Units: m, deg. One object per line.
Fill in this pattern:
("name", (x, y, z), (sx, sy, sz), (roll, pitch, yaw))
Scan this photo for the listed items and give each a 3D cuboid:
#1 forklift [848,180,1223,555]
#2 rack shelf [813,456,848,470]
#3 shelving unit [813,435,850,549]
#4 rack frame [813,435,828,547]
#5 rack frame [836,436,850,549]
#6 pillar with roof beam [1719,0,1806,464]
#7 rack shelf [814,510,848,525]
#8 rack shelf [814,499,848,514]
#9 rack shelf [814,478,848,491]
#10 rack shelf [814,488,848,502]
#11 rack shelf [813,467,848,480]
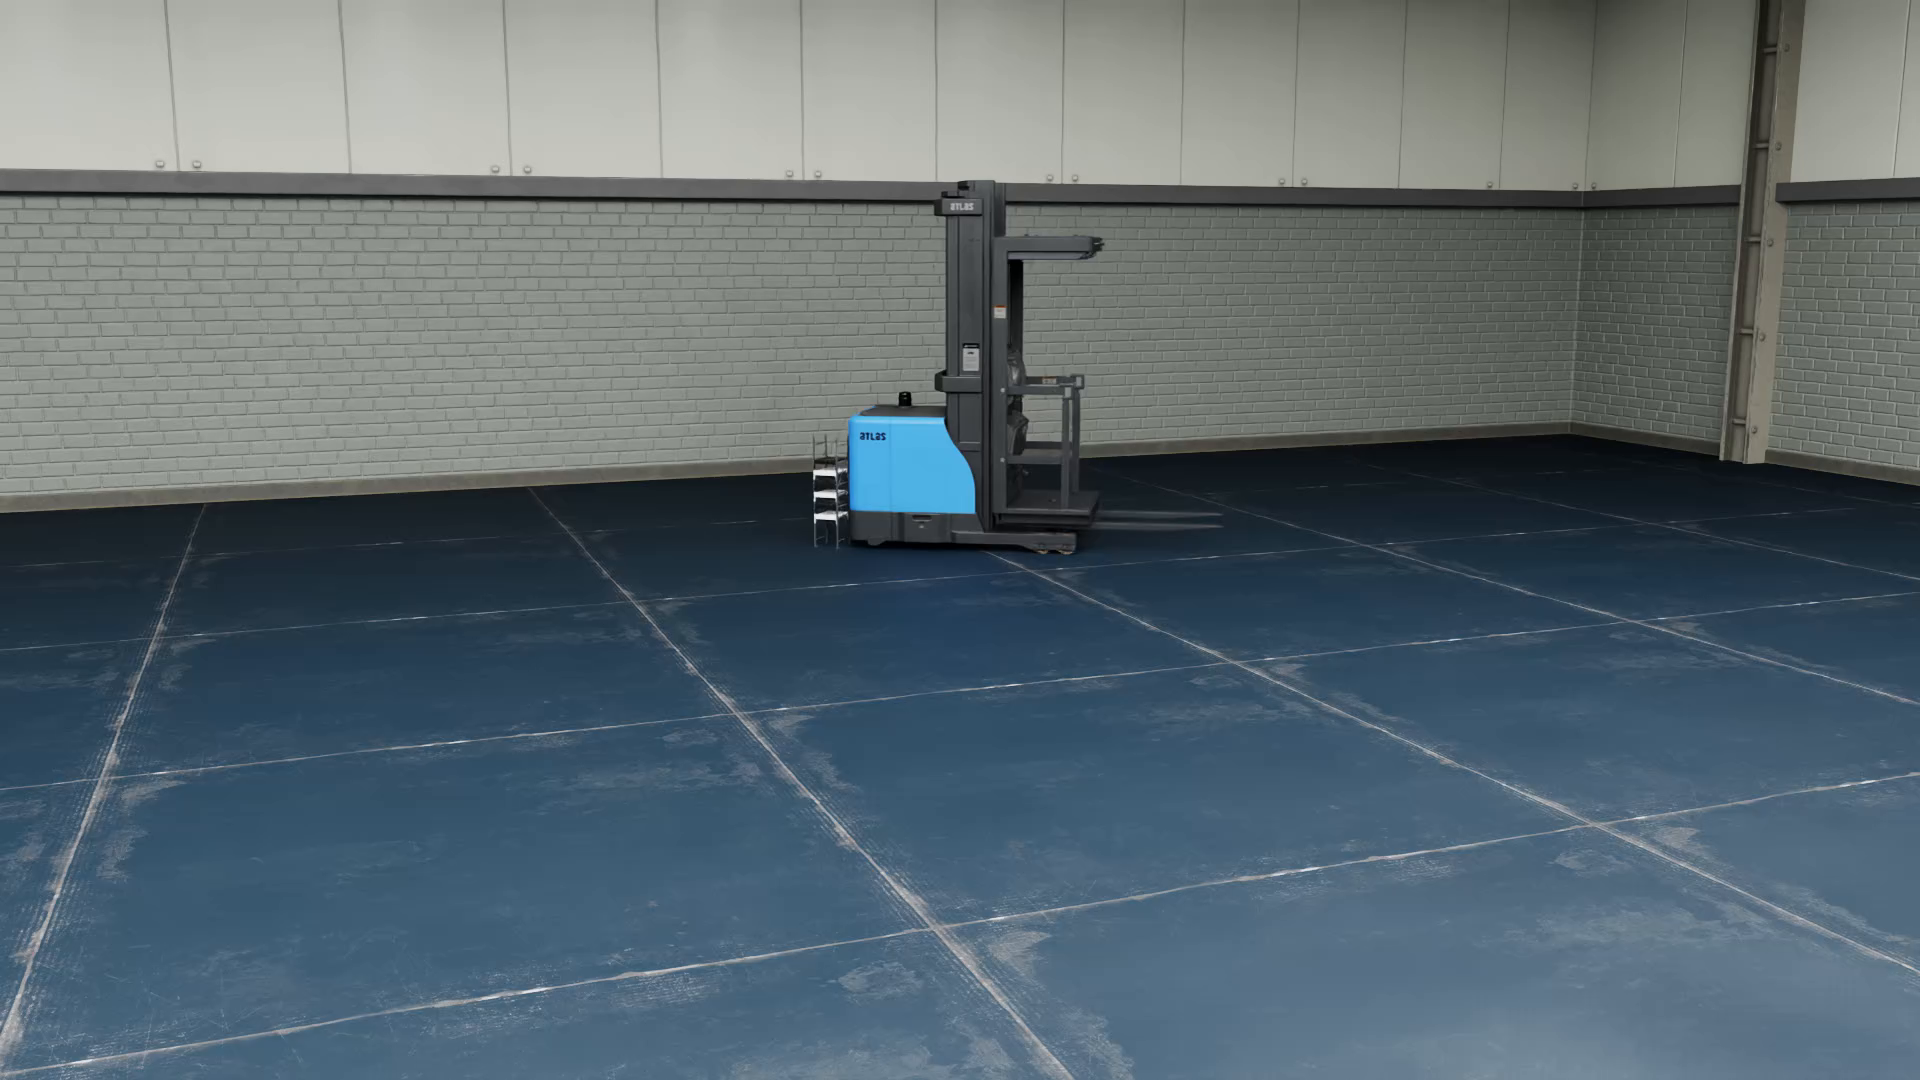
("forklift", (0.649, -1.425, 13.562), (3.031, 2.935, 1.130), (2, 10, 9))
("rack shelf", (-1.048, -0.630, 13.540), (0.200, 0.077, 0.258), (4, 11, 21))
("shelving unit", (-1.048, -0.397, 13.582), (0.210, 0.900, 0.258), (4, 11, 21))
("rack frame", (-1.143, -0.403, 13.618), (0.006, 0.900, 0.240), (4, 11, 21))
("rack frame", (-0.954, -0.390, 13.545), (0.006, 0.900, 0.240), (4, 11, 21))
("pillar with roof beam", (4.919, -5.057, 16.656), (9.100, 9.000, 0.400), (-4, 11, -21))
("rack shelf", (-1.048, -0.187, 13.619), (0.200, 0.077, 0.258), (4, 11, 21))
("rack shelf", (-1.048, -0.275, 13.603), (0.200, 0.077, 0.258), (4, 11, 21))
("rack shelf", (-1.048, -0.453, 13.572), (0.200, 0.077, 0.258), (4, 11, 21))
("rack shelf", (-1.048, -0.364, 13.588), (0.200, 0.077, 0.258), (4, 11, 21))
("rack shelf", (-1.048, -0.541, 13.556), (0.200, 0.077, 0.258), (4, 11, 21))
